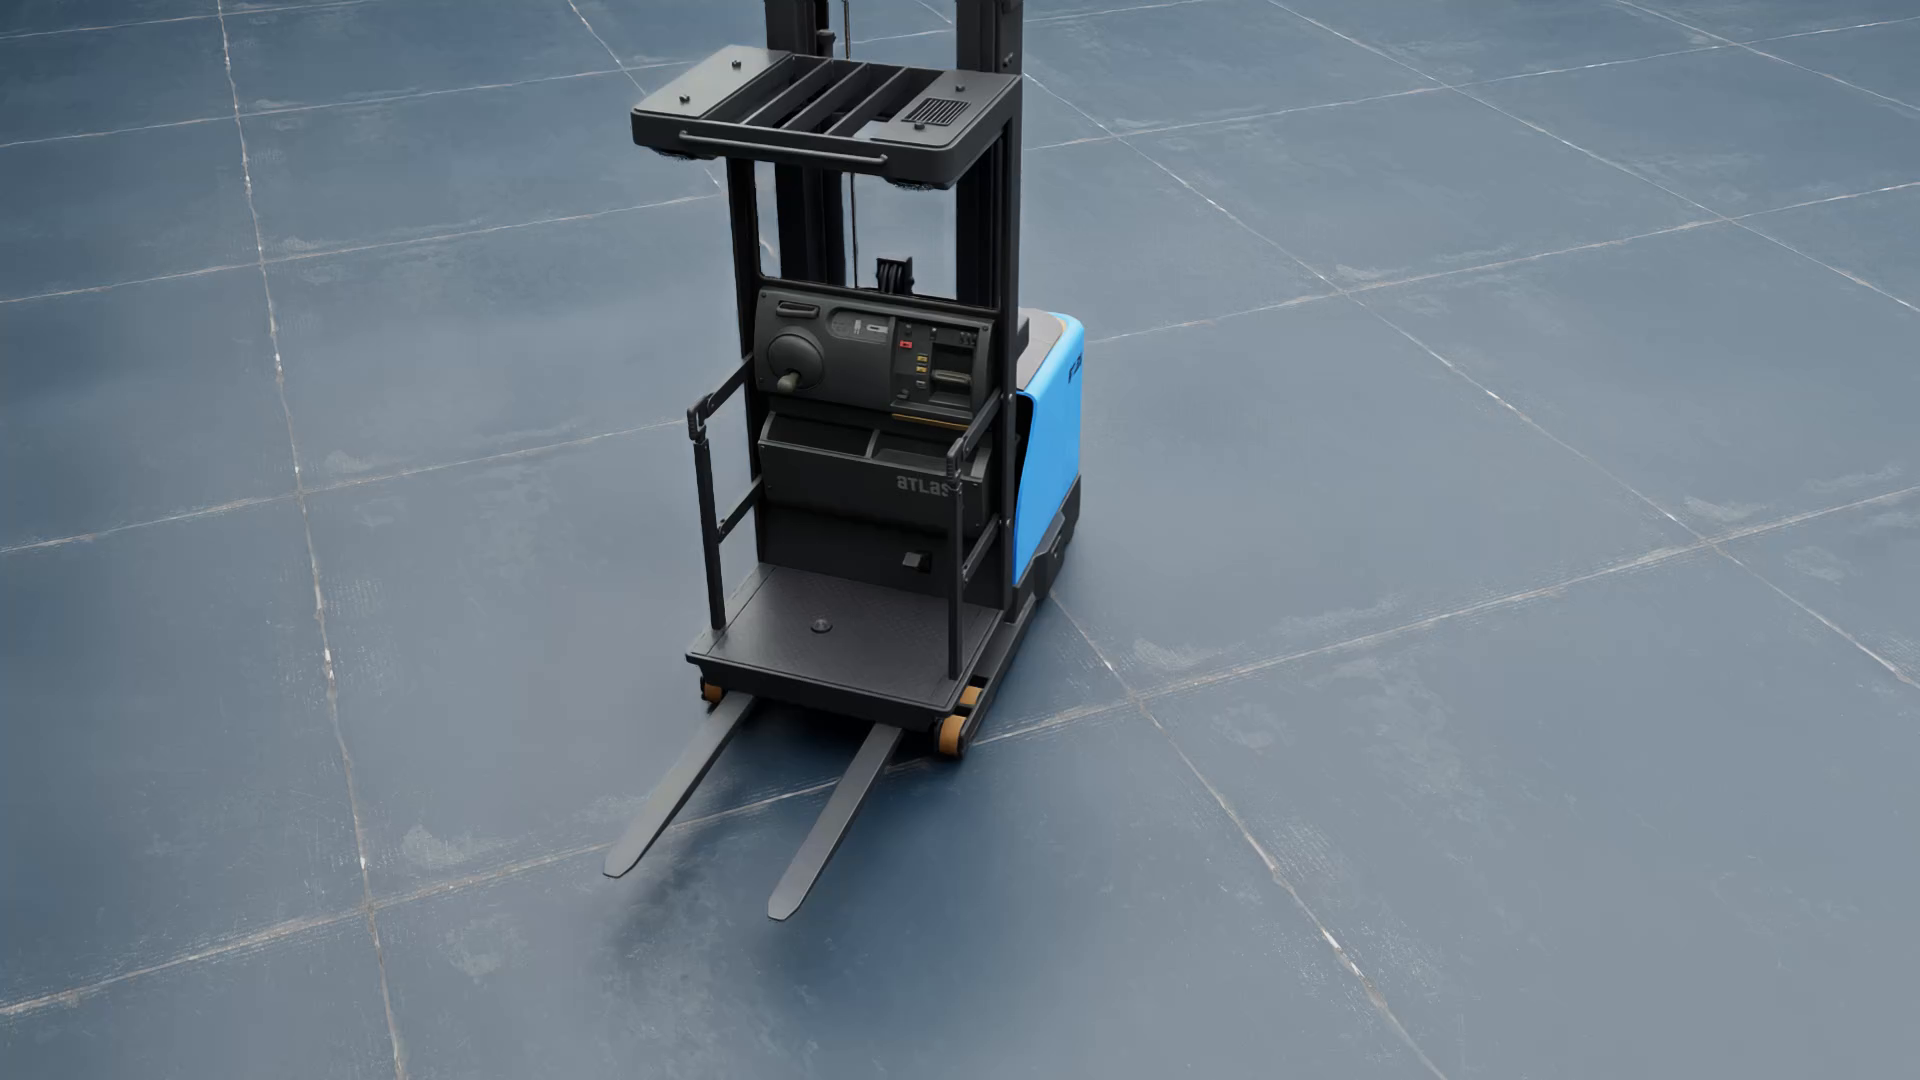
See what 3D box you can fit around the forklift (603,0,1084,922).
[{"bbox_3d":[-0.400,-0.637,6.042,1.130,2.935,3.031,11,35,16],"label":"forklift"}]
